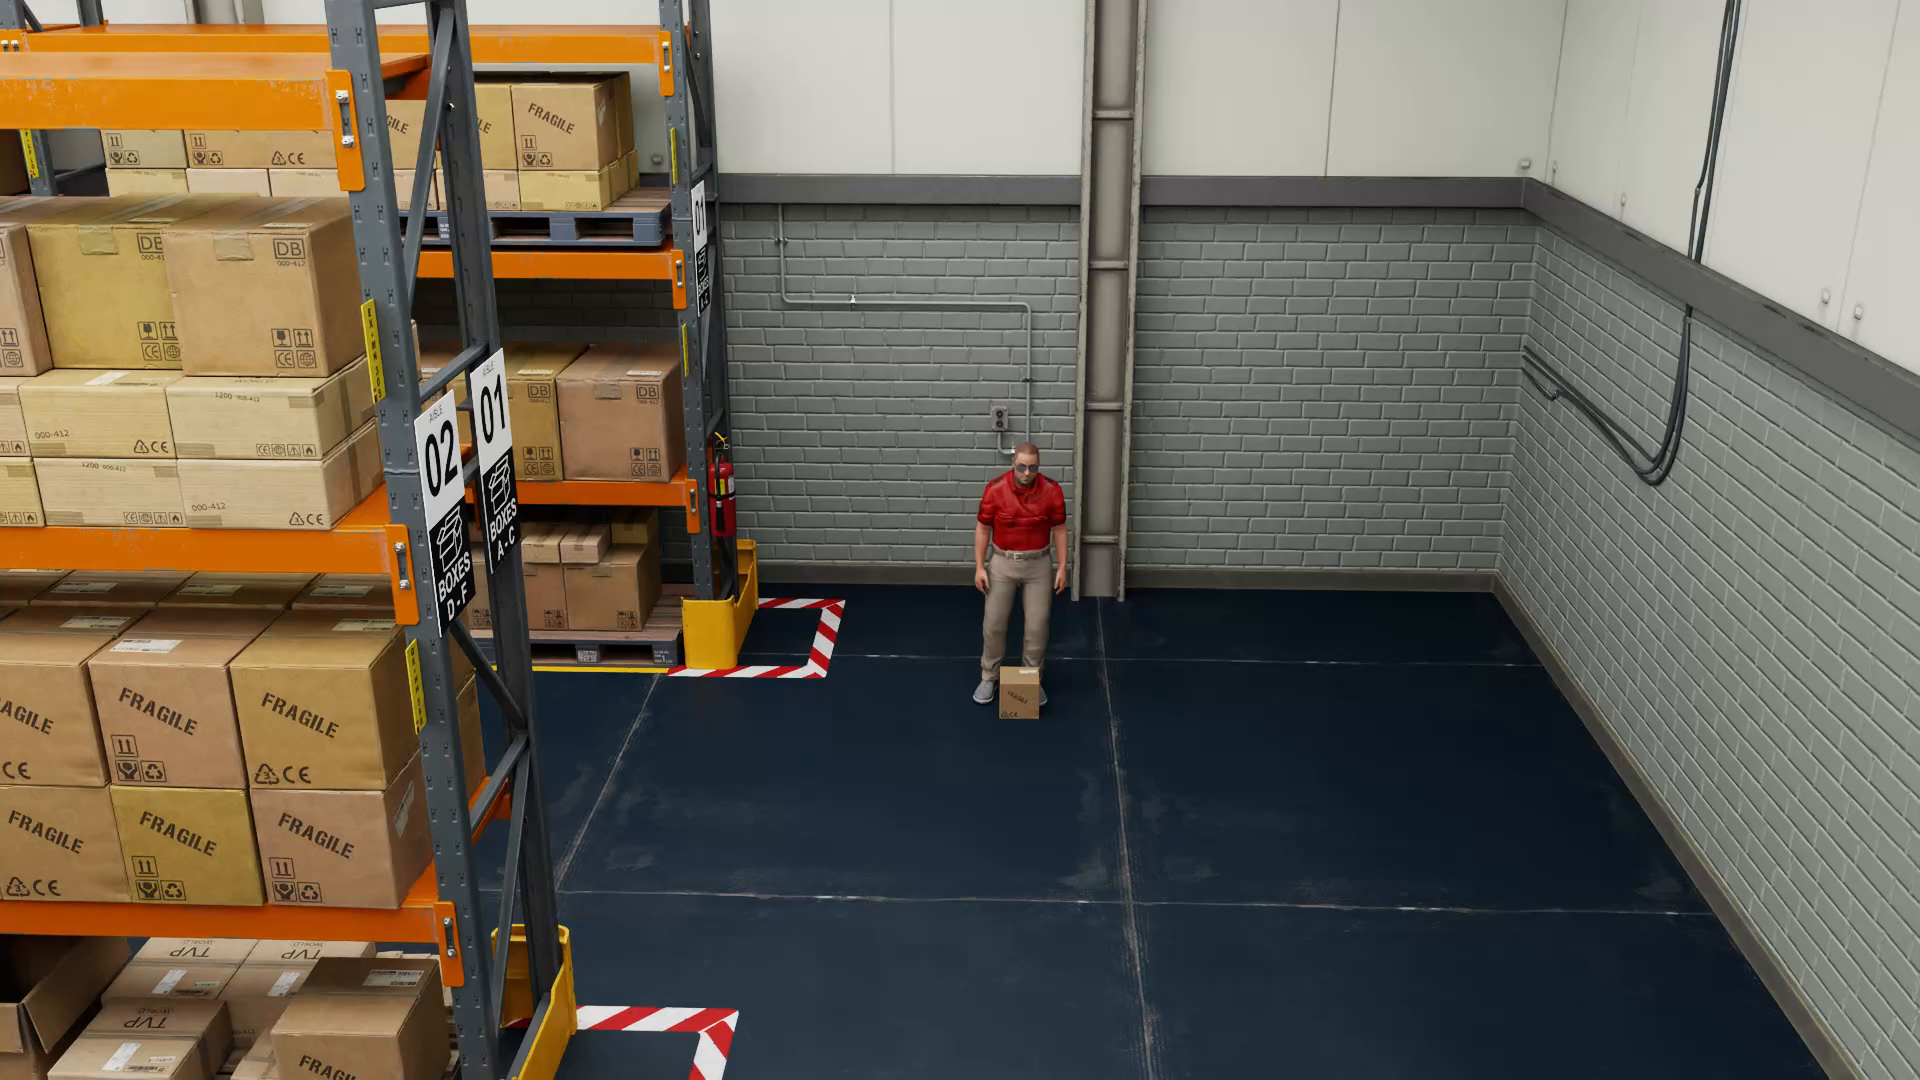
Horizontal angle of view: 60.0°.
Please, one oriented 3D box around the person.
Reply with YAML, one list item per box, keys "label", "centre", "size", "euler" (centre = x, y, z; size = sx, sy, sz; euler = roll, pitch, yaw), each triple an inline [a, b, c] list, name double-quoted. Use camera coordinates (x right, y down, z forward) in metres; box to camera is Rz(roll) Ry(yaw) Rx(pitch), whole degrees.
- label: "person"
  centre: [0.386, 0.200, 10.566]
  size: [0.602, 1.728, 0.427]
  euler: [0, 21, 0]
